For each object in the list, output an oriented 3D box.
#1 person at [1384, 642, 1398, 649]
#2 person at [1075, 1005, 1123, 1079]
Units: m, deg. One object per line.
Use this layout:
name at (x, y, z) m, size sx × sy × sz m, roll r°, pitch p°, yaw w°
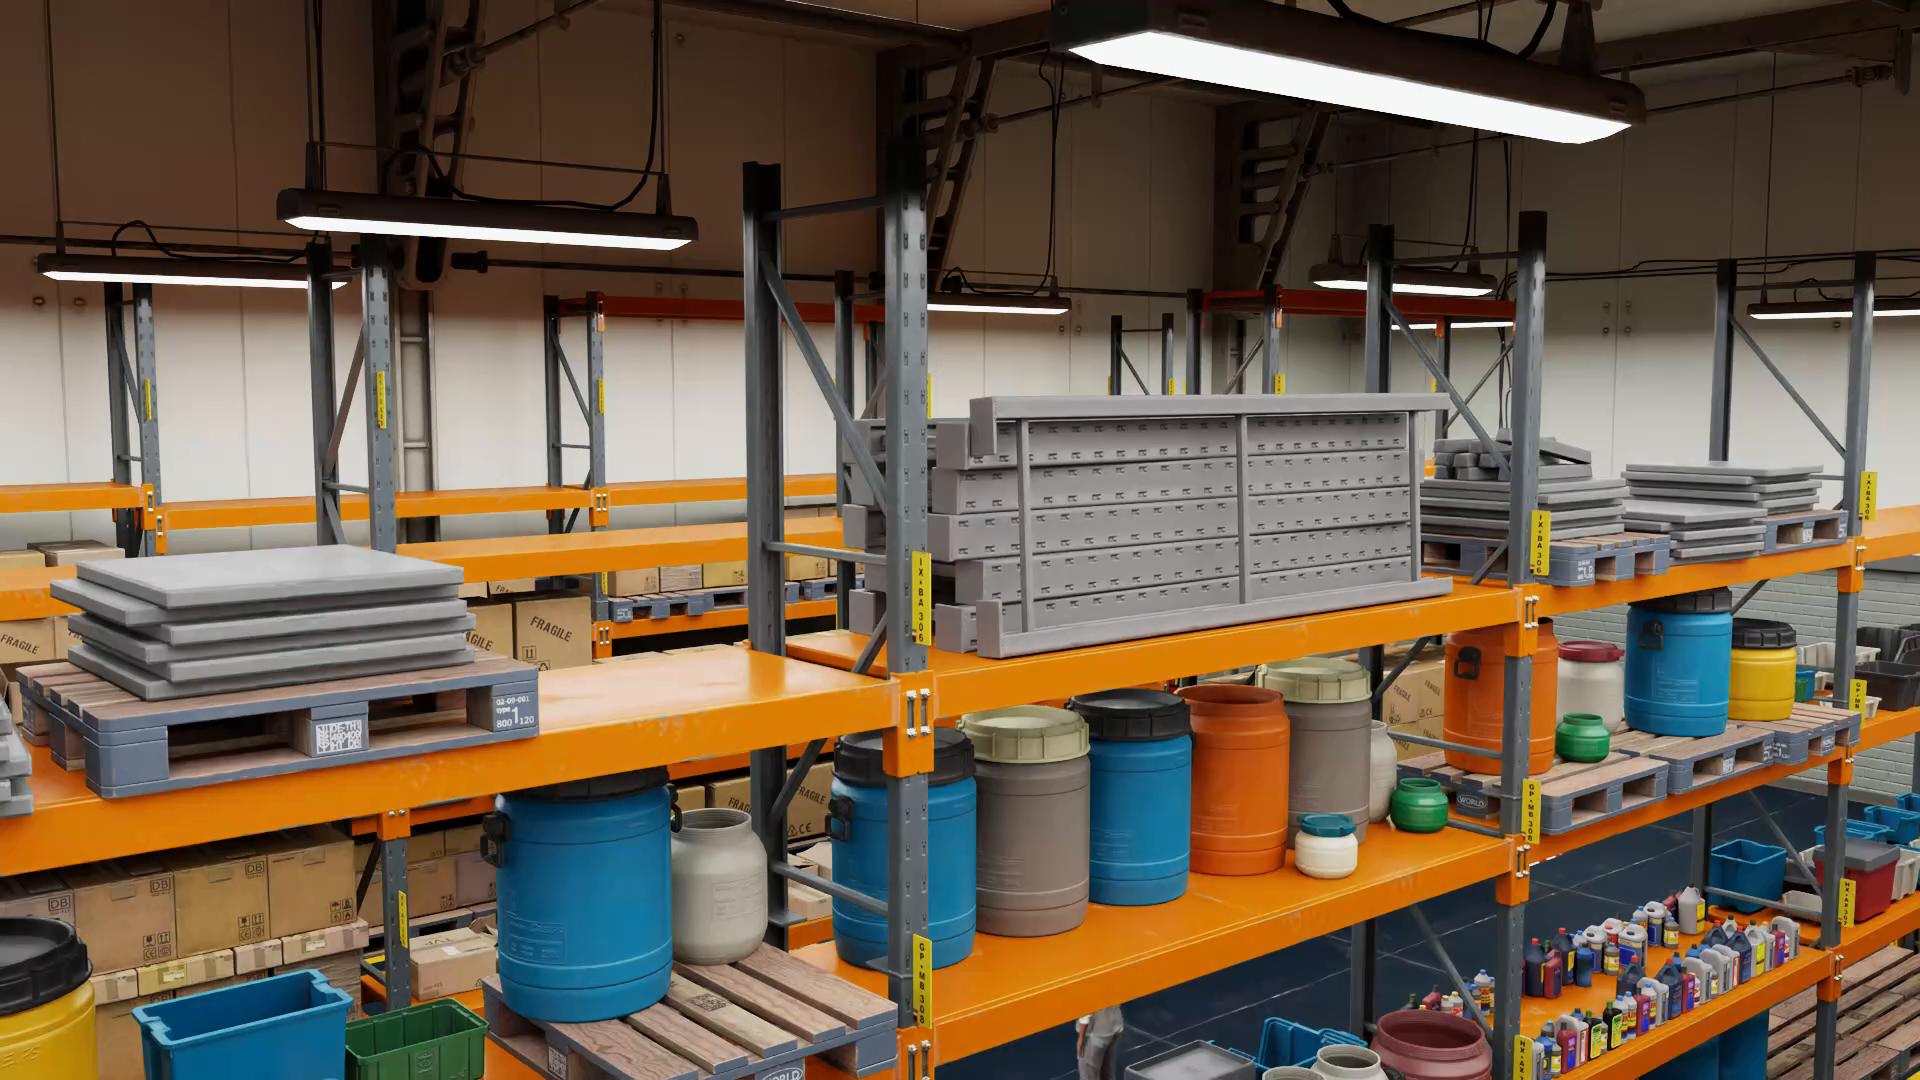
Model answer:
person at (5.675, 2.155, 22.197) m, size 0.611 × 1.725 × 0.924 m, roll -1°, pitch 6°, yaw -12°
person at (0.901, 3.302, 11.152) m, size 0.345 × 1.608 × 0.471 m, roll 3°, pitch 6°, yaw 29°
